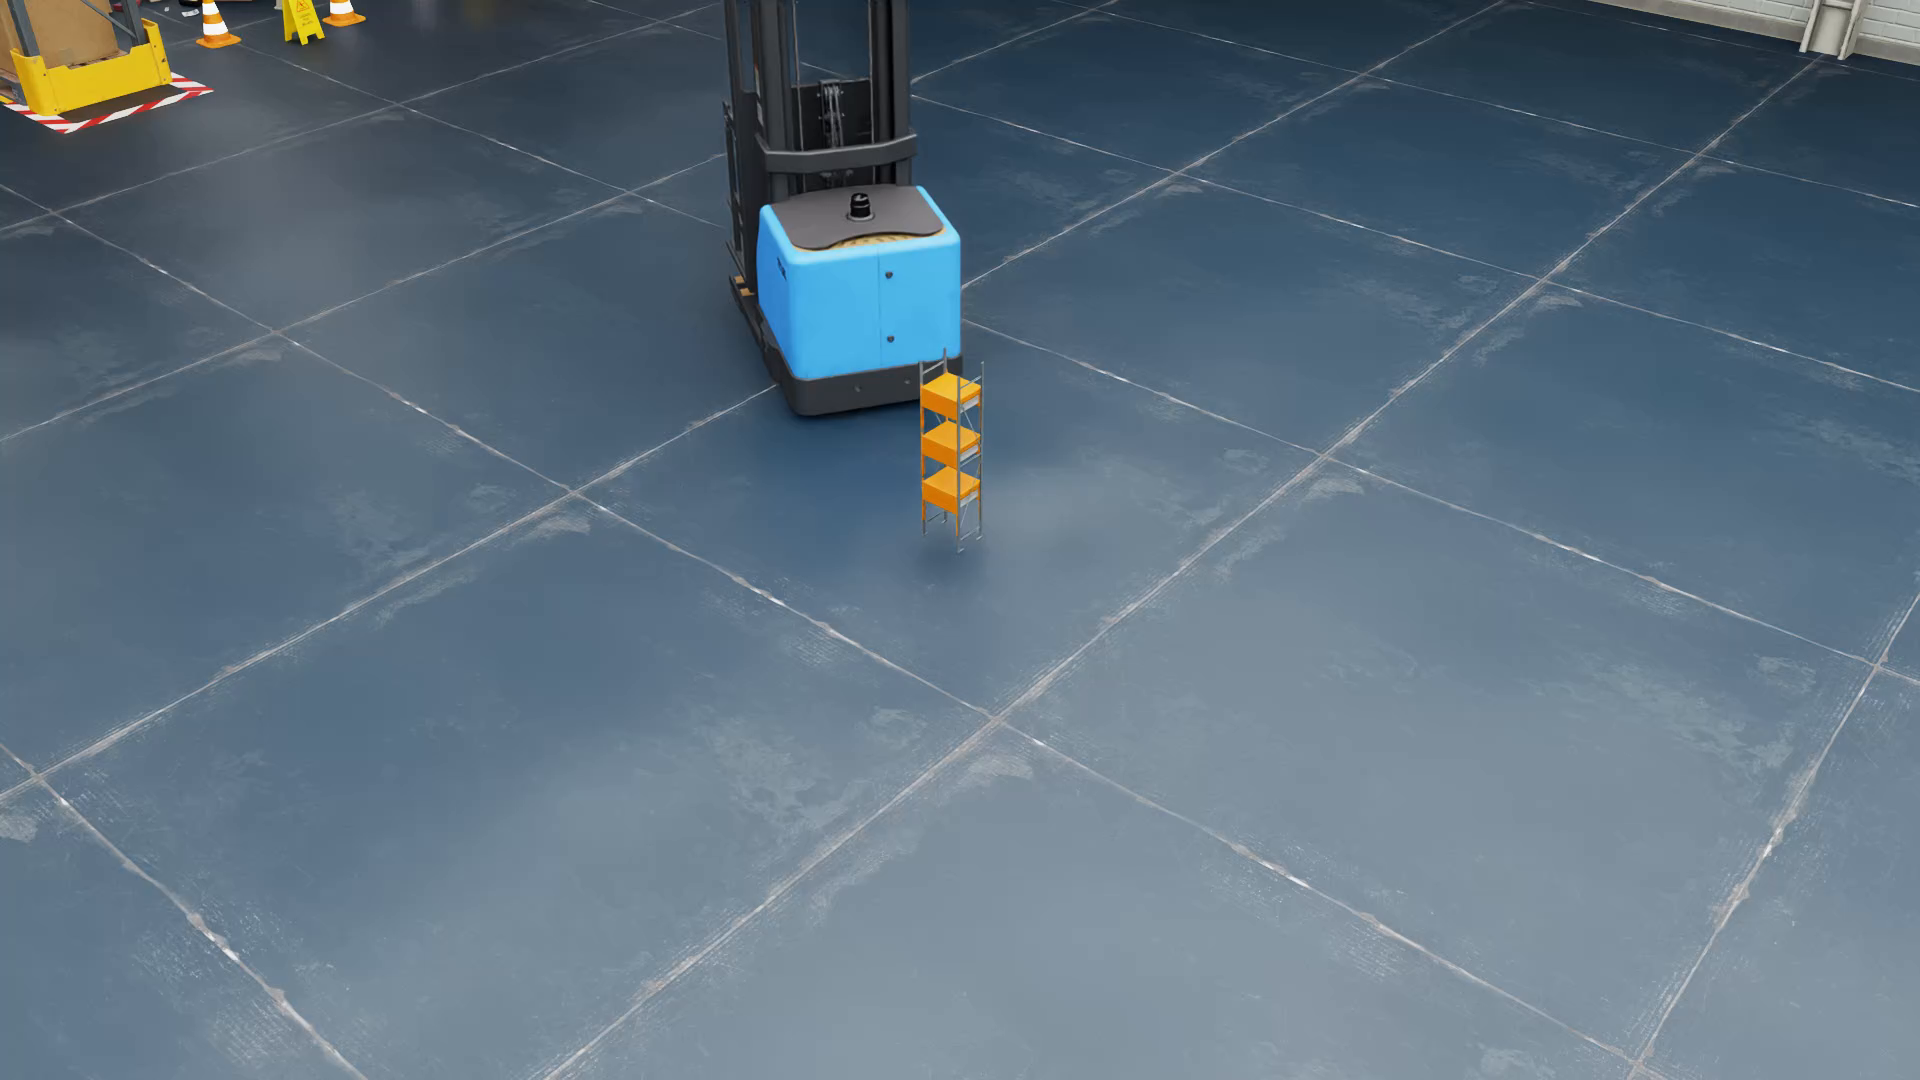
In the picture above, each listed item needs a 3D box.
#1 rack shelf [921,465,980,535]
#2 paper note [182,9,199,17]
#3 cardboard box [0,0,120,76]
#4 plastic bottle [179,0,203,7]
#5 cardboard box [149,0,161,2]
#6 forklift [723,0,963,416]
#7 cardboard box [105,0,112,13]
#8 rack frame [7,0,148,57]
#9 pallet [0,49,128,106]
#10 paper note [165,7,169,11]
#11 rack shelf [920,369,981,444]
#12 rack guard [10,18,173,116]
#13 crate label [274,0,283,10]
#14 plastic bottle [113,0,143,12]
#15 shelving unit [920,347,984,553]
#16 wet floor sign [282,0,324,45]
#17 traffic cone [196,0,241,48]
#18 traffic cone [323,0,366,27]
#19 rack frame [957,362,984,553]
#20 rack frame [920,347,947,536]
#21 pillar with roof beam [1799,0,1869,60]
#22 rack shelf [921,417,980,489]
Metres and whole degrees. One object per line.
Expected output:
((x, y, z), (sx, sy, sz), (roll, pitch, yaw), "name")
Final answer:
((-0.041, -0.214, 8.727), (0.240, 0.259, 0.215), (25, 42, 32), "rack shelf")
((-7.573, -5.190, 16.364), (0.144, 0.017, 0.142), (-18, 38, -25), "paper note")
((-8.049, -4.637, 14.441), (0.875, 0.875, 0.875), (26, 42, 32), "cardboard box")
((-7.704, -5.386, 16.621), (0.283, 0.061, 0.133), (12, 36, 16), "plastic bottle")
((-8.061, -5.624, 16.786), (0.396, 0.266, 0.258), (-26, 42, -32), "cardboard box")
((-0.911, -2.770, 10.277), (1.130, 2.935, 3.031), (-10, 36, -14), "forklift")
((-8.710, -5.427, 16.291), (0.500, 0.500, 0.500), (-26, 42, -32), "cardboard box")
((-7.486, -5.123, 13.643), (0.127, 3.000, 1.000), (25, 42, 32), "rack frame")
((-8.150, -4.229, 14.804), (1.213, 0.211, 1.003), (25, 42, 32), "pallet")
((-7.864, -5.262, 16.486), (0.032, 0.001, 0.123), (-12, 36, -17), "paper note")
((-0.041, -0.677, 8.409), (0.240, 0.259, 0.215), (25, 42, 32), "rack shelf")
((-7.467, -4.084, 14.337), (0.348, 0.500, 1.175), (25, 42, 32), "rack guard")
((-6.645, -5.380, 16.545), (0.298, 0.136, 0.250), (6, 35, 8), "crate label")
((-8.266, -5.328, 16.536), (0.133, 0.061, 0.283), (12, 36, 16), "plastic bottle")
((-0.041, -0.452, 8.563), (0.252, 1.050, 0.215), (25, 42, 32), "shelving unit")
((-6.197, -5.004, 15.548), (0.232, 0.644, 0.267), (18, 38, 24), "wet floor sign")
((-6.985, -4.888, 15.540), (0.334, 0.463, 0.336), (25, 42, 32), "traffic cone")
((-6.001, -5.256, 16.077), (0.334, 0.463, 0.336), (25, 42, 32), "traffic cone")
((0.053, -0.408, 8.499), (0.008, 1.050, 0.200), (25, 42, 32), "rack frame")
((-0.135, -0.496, 8.628), (0.008, 1.050, 0.200), (25, 42, 32), "rack frame")
((5.286, -6.372, 10.162), (0.400, 9.000, 9.100), (25, 42, 32), "pillar with roof beam")
((-0.041, -0.443, 8.569), (0.240, 0.259, 0.215), (25, 42, 32), "rack shelf")
